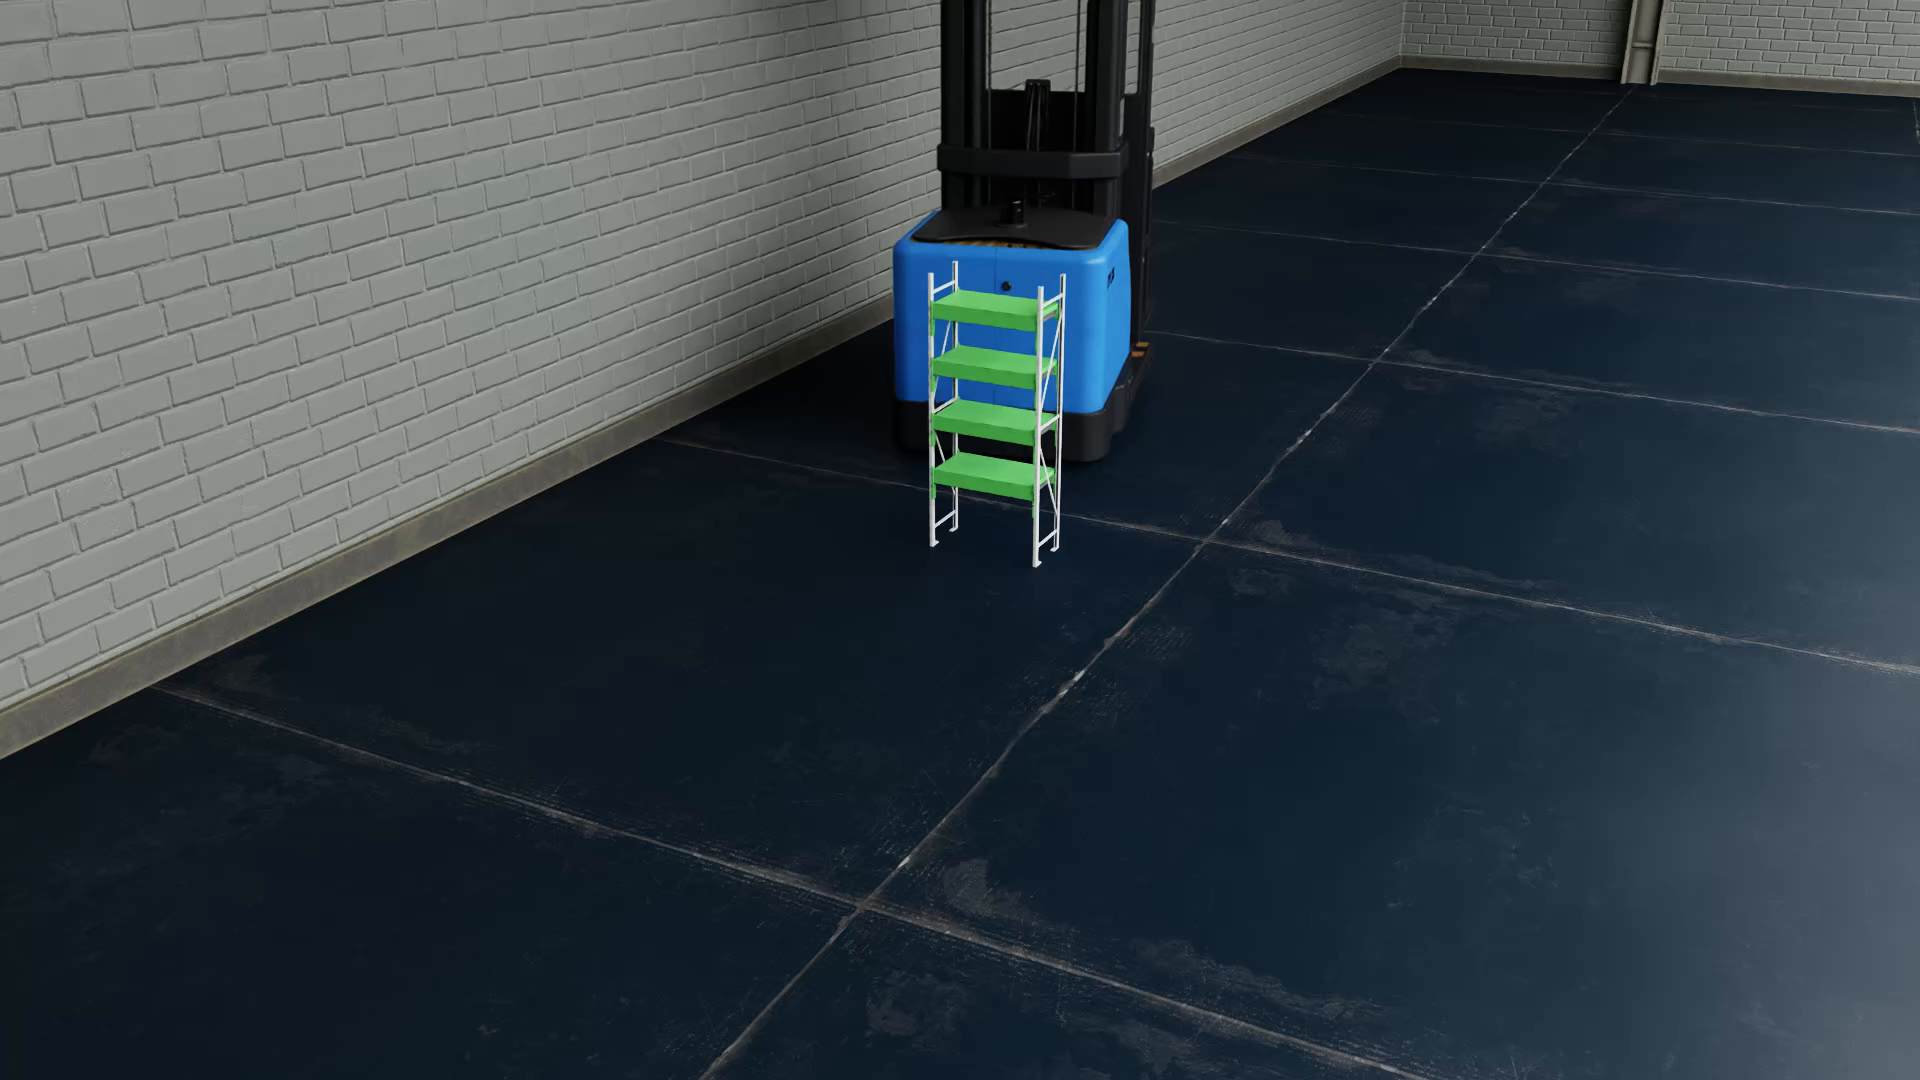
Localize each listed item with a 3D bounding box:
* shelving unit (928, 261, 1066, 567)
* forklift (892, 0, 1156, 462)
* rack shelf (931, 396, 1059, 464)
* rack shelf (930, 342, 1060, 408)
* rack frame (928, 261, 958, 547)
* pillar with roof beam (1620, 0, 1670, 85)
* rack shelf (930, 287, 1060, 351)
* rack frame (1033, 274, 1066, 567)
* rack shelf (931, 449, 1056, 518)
[{"bbox_3d":[0.148,-0.523,6.946,0.503,1.200,0.258,11,25,25],"label":"shelving unit"},{"bbox_3d":[0.496,-2.270,8.842,1.130,2.935,3.031,5,24,12],"label":"forklift"},{"bbox_3d":[0.148,-0.464,6.971,0.480,0.148,0.258,11,25,25],"label":"rack shelf"},{"bbox_3d":[0.148,-0.685,6.878,0.480,0.148,0.258,11,25,25],"label":"rack shelf"},{"bbox_3d":[-0.070,-0.566,7.048,0.015,1.200,0.240,11,25,25],"label":"rack frame"},{"bbox_3d":[6.436,-8.286,15.235,0.400,9.000,9.100,11,25,25],"label":"pillar with roof beam"},{"bbox_3d":[0.148,-0.906,6.784,0.480,0.148,0.258,11,25,25],"label":"rack shelf"},{"bbox_3d":[0.365,-0.480,6.845,0.015,1.200,0.240,11,25,25],"label":"rack frame"},{"bbox_3d":[0.148,-0.243,7.065,0.480,0.148,0.258,11,25,25],"label":"rack shelf"}]
